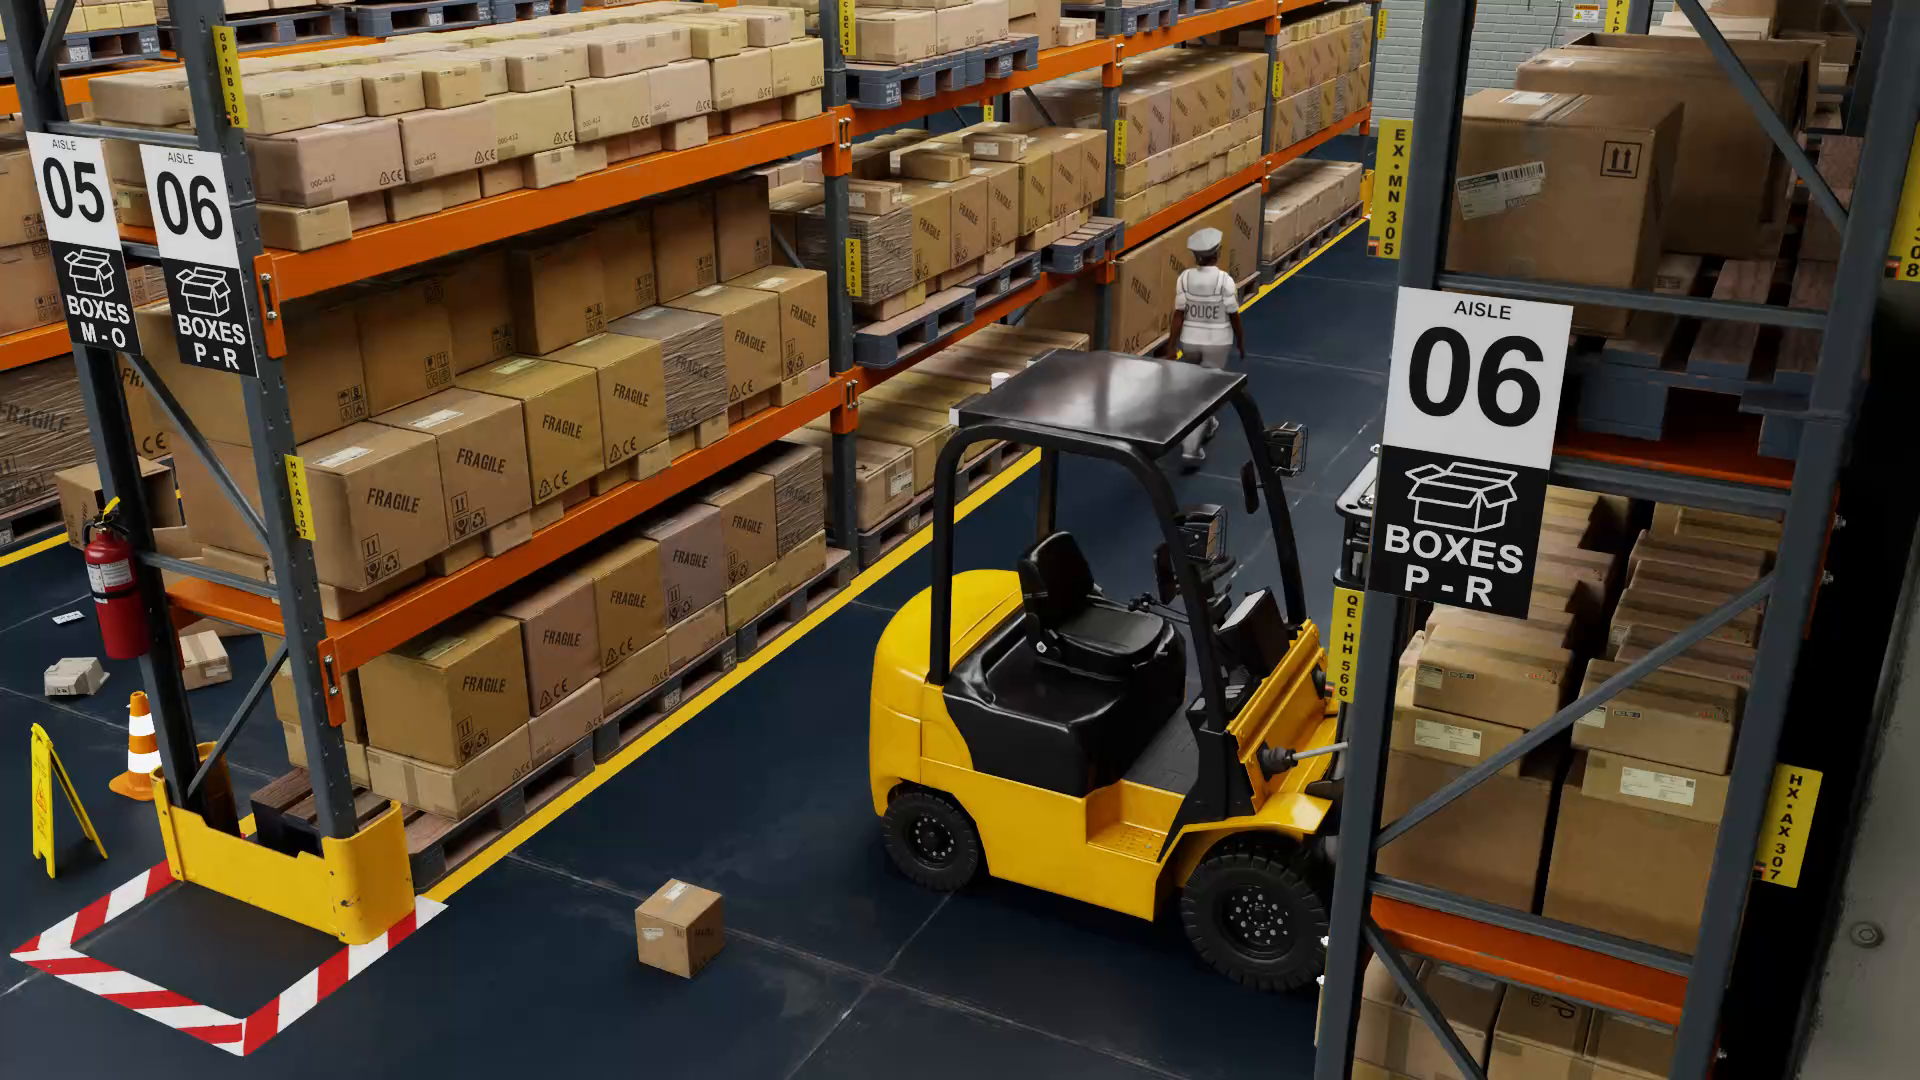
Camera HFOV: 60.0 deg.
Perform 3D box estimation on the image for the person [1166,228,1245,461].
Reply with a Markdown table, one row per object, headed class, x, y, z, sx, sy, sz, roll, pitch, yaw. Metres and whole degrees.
| class | x | y | z | sx | sy | sz | roll | pitch | yaw |
| --- | --- | --- | --- | --- | --- | --- | --- | --- | --- |
| person | 1.782 | -1.424 | 11.937 | 0.473 | 1.633 | 1.016 | 13 | 26 | 28 |
